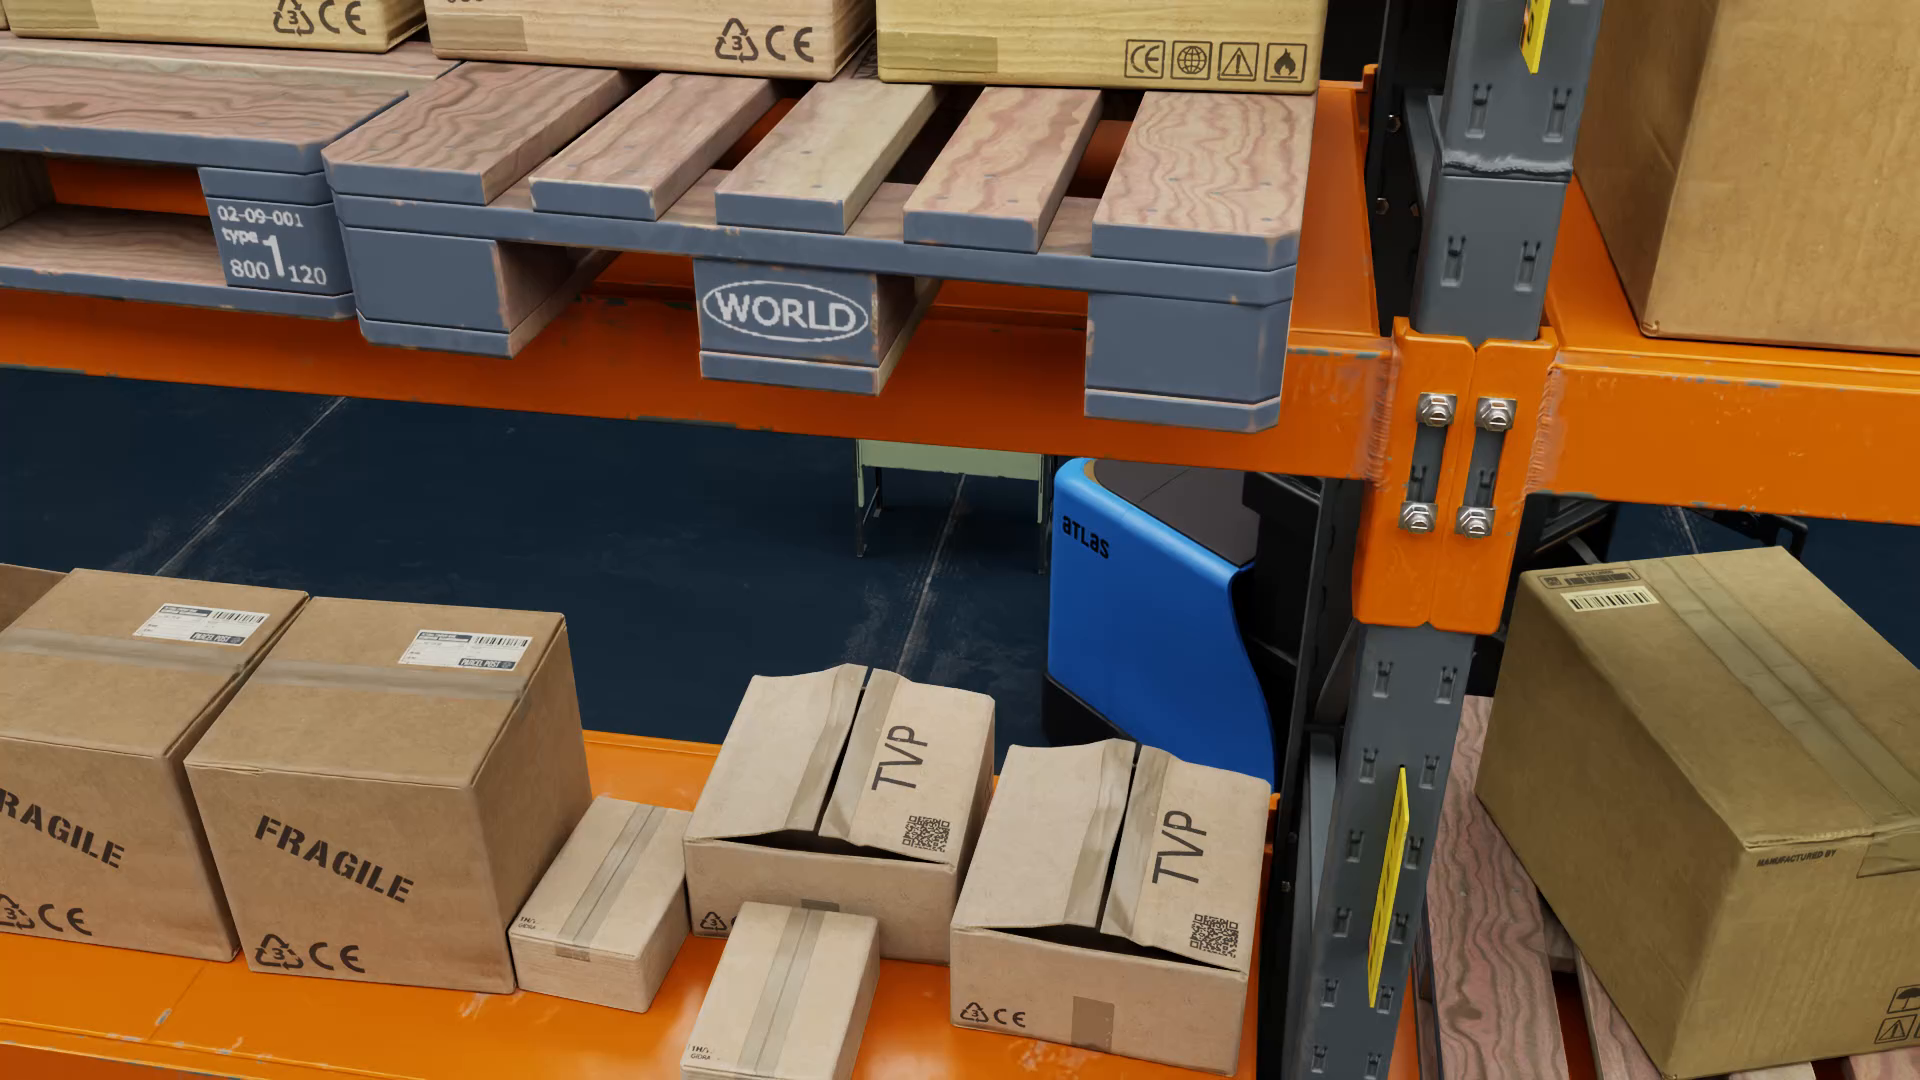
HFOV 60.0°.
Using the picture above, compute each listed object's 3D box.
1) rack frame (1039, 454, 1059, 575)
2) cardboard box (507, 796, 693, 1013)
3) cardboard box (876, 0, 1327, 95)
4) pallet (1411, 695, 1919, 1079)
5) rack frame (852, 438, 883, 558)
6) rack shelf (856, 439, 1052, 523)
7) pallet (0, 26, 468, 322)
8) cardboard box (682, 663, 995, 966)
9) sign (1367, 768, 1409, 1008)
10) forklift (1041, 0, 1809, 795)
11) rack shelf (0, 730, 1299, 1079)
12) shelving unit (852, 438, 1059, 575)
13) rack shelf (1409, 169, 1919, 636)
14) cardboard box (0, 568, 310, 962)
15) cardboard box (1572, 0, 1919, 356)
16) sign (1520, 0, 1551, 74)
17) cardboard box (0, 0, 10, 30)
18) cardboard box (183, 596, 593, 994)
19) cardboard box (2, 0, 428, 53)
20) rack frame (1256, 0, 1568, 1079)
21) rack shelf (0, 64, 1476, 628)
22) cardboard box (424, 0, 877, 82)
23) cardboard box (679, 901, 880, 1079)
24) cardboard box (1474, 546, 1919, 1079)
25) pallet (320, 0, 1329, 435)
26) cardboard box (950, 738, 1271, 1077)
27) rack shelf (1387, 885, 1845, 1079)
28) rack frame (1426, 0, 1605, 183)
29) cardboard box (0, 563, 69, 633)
[{"bbox_3d":[0.354,-0.604,6.301,0.023,1.500,0.400,5,32,8],"label":"rack frame"},{"bbox_3d":[-0.633,0.669,3.092,0.250,0.149,0.380,8,33,12],"label":"cardboard box"},{"bbox_3d":[0.177,-0.751,2.040,0.500,0.250,0.500,3,32,5],"label":"cardboard box"},{"bbox_3d":[1.314,0.752,2.903,1.003,0.211,1.213,5,32,8],"label":"pallet"},{"bbox_3d":[-0.367,-0.669,6.405,0.023,1.500,0.400,5,32,8],"label":"rack frame"},{"bbox_3d":[-0.007,-0.360,6.526,0.720,0.370,0.431,5,32,8],"label":"rack shelf"},{"bbox_3d":[-1.153,-0.657,2.323,1.213,0.211,1.003,7,33,10],"label":"pallet"},{"bbox_3d":[-0.215,0.503,3.203,0.500,0.311,0.500,5,32,8],"label":"cardboard box"},{"bbox_3d":[0.544,0.446,2.119,0.005,0.325,0.100,5,32,8],"label":"sign"},{"bbox_3d":[1.570,-0.099,4.146,1.130,2.935,3.031,-22,38,-31],"label":"forklift"},{"bbox_3d":[-1.338,0.773,3.366,4.000,0.370,1.077,5,32,8],"label":"rack shelf"},{"bbox_3d":[-0.007,-0.636,6.353,0.755,1.500,0.431,5,32,8],"label":"shelving unit"},{"bbox_3d":[2.605,-0.142,2.000,4.000,0.370,1.077,5,32,8],"label":"rack shelf"},{"bbox_3d":[-1.542,0.416,3.164,0.500,0.500,0.500,5,32,8],"label":"cardboard box"},{"bbox_3d":[1.070,-0.646,2.034,0.500,0.500,0.910,5,32,8],"label":"cardboard box"},{"bbox_3d":[0.533,-0.588,1.474,0.005,0.325,0.100,5,32,8],"label":"sign"},{"bbox_3d":[-1.435,-0.894,2.269,0.500,0.250,0.500,3,32,4],"label":"cardboard box"},{"bbox_3d":[-1.023,0.463,3.089,0.500,0.500,0.500,3,32,6],"label":"cardboard box"},{"bbox_3d":[-0.905,-0.845,2.191,0.500,0.250,0.500,5,32,7],"label":"cardboard box"},{"bbox_3d":[0.634,0.646,2.890,0.127,3.000,1.000,5,32,8],"label":"rack frame"},{"bbox_3d":[-1.338,-0.499,2.570,4.000,0.370,1.077,5,32,8],"label":"rack shelf"},{"bbox_3d":[-0.343,-0.788,2.100,0.500,0.250,0.500,6,33,10],"label":"cardboard box"},{"bbox_3d":[-0.299,0.817,2.854,0.250,0.149,0.380,5,32,8],"label":"cardboard box"},{"bbox_3d":[1.274,0.423,2.757,0.500,0.500,0.700,-5,32,-8],"label":"cardboard box"},{"bbox_3d":[-0.050,-0.559,2.166,1.003,0.211,1.213,7,33,10],"label":"pallet"},{"bbox_3d":[0.283,0.629,3.002,0.500,0.311,0.500,7,33,11],"label":"cardboard box"},{"bbox_3d":[2.605,1.130,2.796,4.000,0.370,1.077,5,32,8],"label":"rack shelf"},{"bbox_3d":[0.634,-1.897,1.298,0.127,3.000,1.000,5,32,8],"label":"rack frame"},{"bbox_3d":[-2.035,0.371,3.236,0.500,0.500,0.500,7,33,12],"label":"cardboard box"}]
